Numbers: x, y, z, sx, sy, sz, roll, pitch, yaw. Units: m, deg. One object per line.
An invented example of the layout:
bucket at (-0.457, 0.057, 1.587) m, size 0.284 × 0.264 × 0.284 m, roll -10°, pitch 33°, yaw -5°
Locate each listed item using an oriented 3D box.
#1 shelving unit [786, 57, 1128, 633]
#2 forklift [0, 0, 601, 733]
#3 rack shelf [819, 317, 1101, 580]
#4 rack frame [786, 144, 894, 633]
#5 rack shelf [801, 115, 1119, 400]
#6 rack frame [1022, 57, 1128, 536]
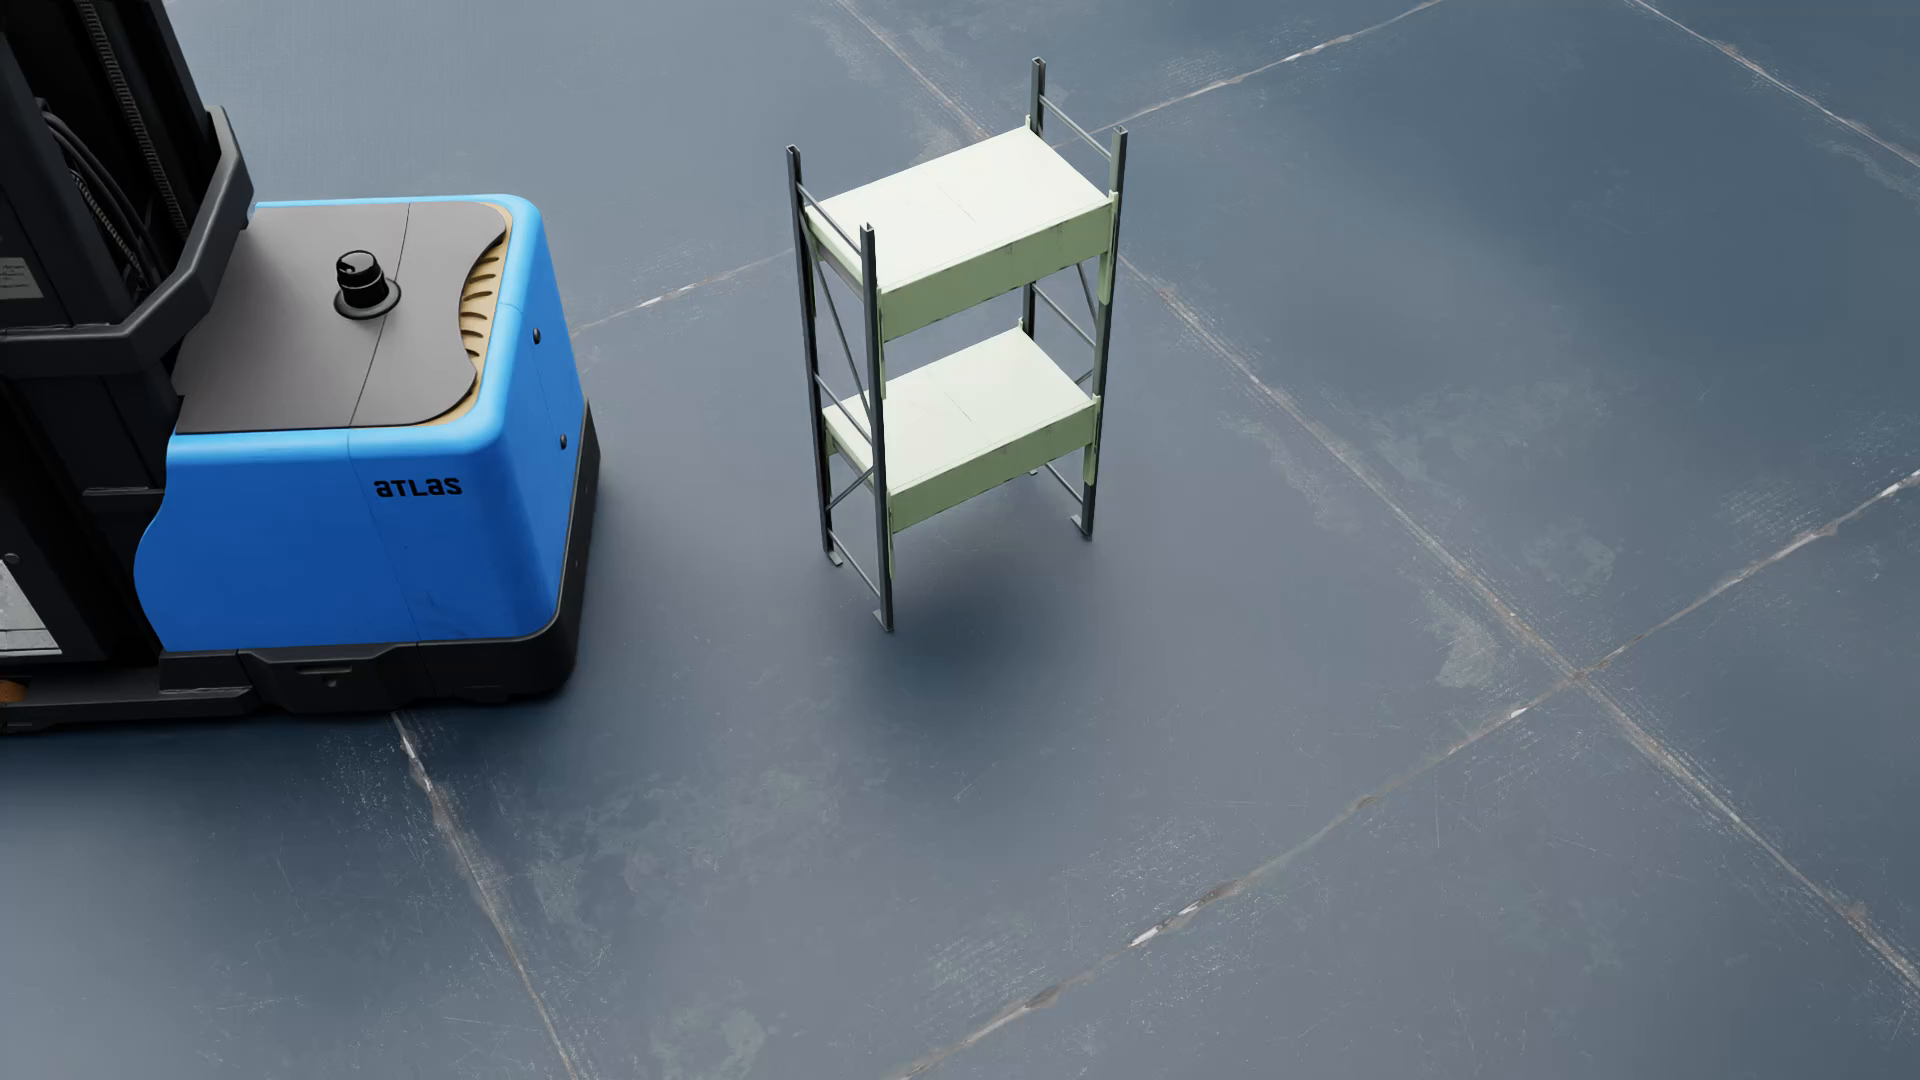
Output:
shelving unit at (-0.006, -0.496, 4.688) m, size 0.755 × 1.500 × 0.431 m, roll -25°, pitch 53°, yaw -21°
forklift at (-2.656, -0.823, 4.020) m, size 3.031 × 2.935 × 1.130 m, roll -2°, pitch 48°, yaw -2°
rack shelf at (-0.006, -0.279, 4.931) m, size 0.720 × 0.370 × 0.431 m, roll -25°, pitch 53°, yaw -21°
rack frame at (-0.315, -0.350, 4.558) m, size 0.023 × 1.500 × 0.400 m, roll -25°, pitch 53°, yaw -21°
rack shelf at (-0.006, -0.756, 4.396) m, size 0.720 × 0.370 × 0.431 m, roll -25°, pitch 53°, yaw -21°
rack frame at (0.304, -0.642, 4.817) m, size 0.023 × 1.500 × 0.400 m, roll -25°, pitch 53°, yaw -21°
